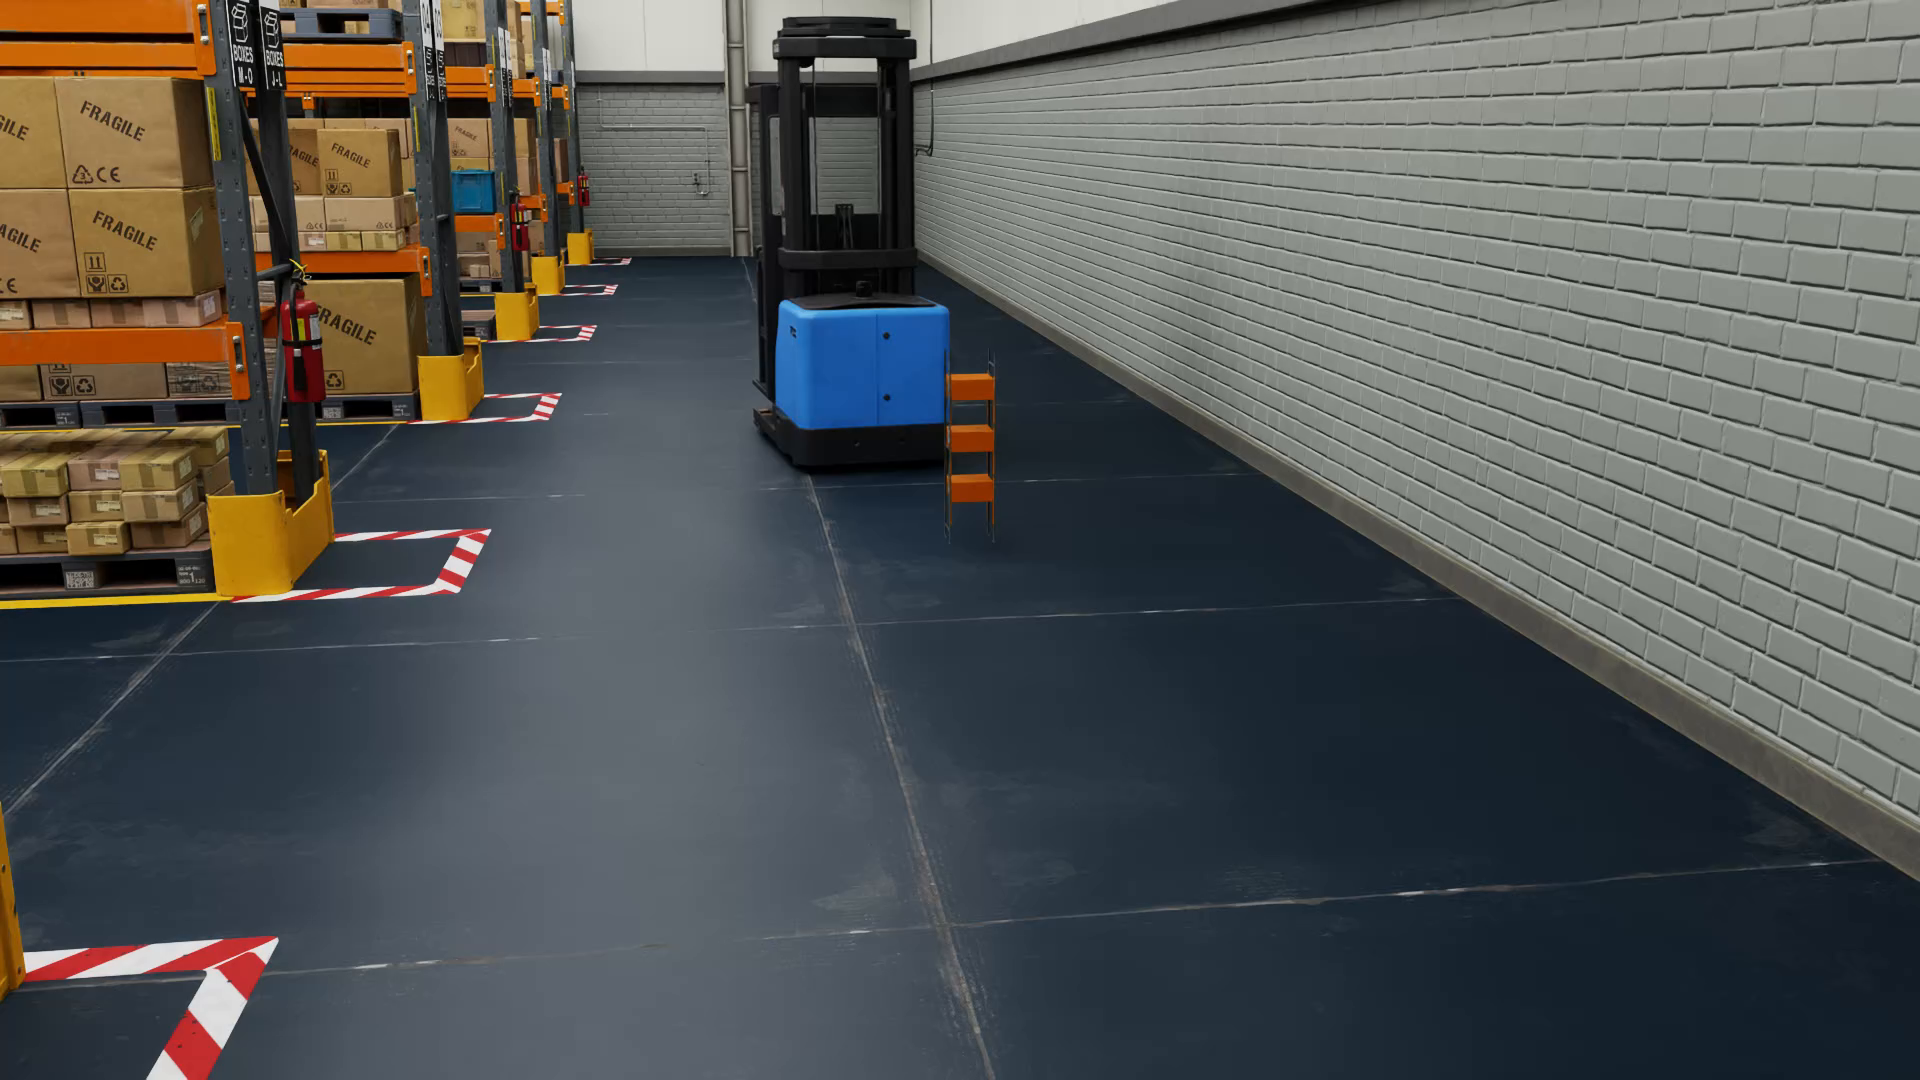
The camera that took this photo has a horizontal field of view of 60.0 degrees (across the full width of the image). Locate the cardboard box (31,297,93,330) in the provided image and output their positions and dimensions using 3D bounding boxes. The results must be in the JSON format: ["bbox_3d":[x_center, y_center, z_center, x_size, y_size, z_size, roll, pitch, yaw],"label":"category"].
[{"bbox_3d":[-4.259,-1.110,7.999,0.250,0.149,0.380,-2,14,-9],"label":"cardboard box"}]

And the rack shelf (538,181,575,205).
[{"bbox_3d":[-8.312,-5.674,27.161,4.000,0.370,1.077,-2,14,-8],"label":"rack shelf"}]

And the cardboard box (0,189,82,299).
[{"bbox_3d":[-4.398,-1.422,7.908,0.500,0.500,0.500,-2,14,-9],"label":"cardboard box"}]

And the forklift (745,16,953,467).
[{"bbox_3d":[-0.927,-2.219,12.044,1.130,2.935,3.031,-4,15,-15],"label":"forklift"}]

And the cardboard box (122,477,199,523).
[{"bbox_3d":[-3.961,-0.202,8.247,0.250,0.149,0.380,-2,14,-10],"label":"cardboard box"}]

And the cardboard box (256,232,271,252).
[{"bbox_3d":[-5.177,-2.280,12.663,0.250,0.149,0.380,-2,14,-7],"label":"cardboard box"}]

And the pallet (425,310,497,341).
[{"bbox_3d":[-5.680,-2.340,18.117,1.213,0.211,1.003,-2,14,-8],"label":"pallet"}]

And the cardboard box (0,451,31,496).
[{"bbox_3d":[-4.727,-0.325,8.124,0.250,0.149,0.380,-3,14,-11],"label":"cardboard box"}]

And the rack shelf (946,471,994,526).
[{"bbox_3d":[0.053,-0.231,9.172,0.240,0.259,0.215,-2,14,-8],"label":"rack shelf"}]

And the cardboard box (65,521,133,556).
[{"bbox_3d":[-4.210,-0.043,8.223,0.250,0.149,0.380,-2,14,-7],"label":"cardboard box"}]

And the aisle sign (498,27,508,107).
[{"bbox_3d":[-4.744,-4.906,17.273,0.004,0.787,0.394,-2,14,-8],"label":"aisle sign"}]

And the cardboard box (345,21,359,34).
[{"bbox_3d":[-8.064,-6.778,21.656,0.500,0.500,0.700,-2,14,-8],"label":"cardboard box"}]

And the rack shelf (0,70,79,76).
[{"bbox_3d":[-10.792,-4.601,16.716,4.000,0.370,1.077,-2,14,-8],"label":"rack shelf"}]

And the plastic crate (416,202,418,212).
[{"bbox_3d":[-5.638,-3.541,17.593,0.243,0.136,0.396,-2,14,-8],"label":"plastic crate"}]

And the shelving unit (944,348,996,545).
[{"bbox_3d":[0.053,-0.511,9.102,0.252,1.050,0.215,-2,14,-8],"label":"shelving unit"}]

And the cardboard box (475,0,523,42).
[{"bbox_3d":[-6.098,-6.870,22.023,0.500,0.500,0.700,-2,14,-8],"label":"cardboard box"}]

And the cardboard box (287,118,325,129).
[{"bbox_3d":[-8.530,-5.261,21.773,0.500,0.500,0.500,-3,14,-10],"label":"cardboard box"}]

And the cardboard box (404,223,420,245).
[{"bbox_3d":[-4.521,-2.466,13.405,0.250,0.149,0.380,-2,14,-8],"label":"cardboard box"}]

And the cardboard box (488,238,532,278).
[{"bbox_3d":[-6.094,-3.826,22.547,0.500,0.500,0.500,-2,14,-8],"label":"cardboard box"}]

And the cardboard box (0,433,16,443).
[{"bbox_3d":[-5.082,-0.443,8.596,0.250,0.149,0.380,-2,14,-6],"label":"cardboard box"}]

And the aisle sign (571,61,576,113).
[{"bbox_3d":[-6.219,-7.287,26.769,0.004,0.787,0.394,-2,14,-8],"label":"aisle sign"}]

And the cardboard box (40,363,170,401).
[{"bbox_3d":[-6.522,-1.587,12.888,0.875,0.875,0.875,-2,14,-8],"label":"cardboard box"}]

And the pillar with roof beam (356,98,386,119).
[{"bbox_3d":[-9.085,-8.059,22.856,0.400,9.000,9.100,-2,14,-8],"label":"pillar with roof beam"}]

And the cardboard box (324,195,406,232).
[{"bbox_3d":[-4.560,-2.512,12.767,0.500,0.250,0.500,-2,14,-9],"label":"cardboard box"}]

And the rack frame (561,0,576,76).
[{"bbox_3d":[-6.335,-9.006,26.633,0.127,3.000,1.000,-2,14,-8],"label":"rack frame"}]

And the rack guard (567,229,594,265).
[{"bbox_3d":[-6.311,-4.884,27.670,0.348,0.500,1.175,-2,14,-8],"label":"rack guard"}]

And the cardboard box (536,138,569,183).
[{"bbox_3d":[-6.837,-6.220,27.243,0.700,0.700,0.980,-1,14,-6],"label":"cardboard box"}]

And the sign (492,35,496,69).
[{"bbox_3d":[-4.761,-4.985,16.983,0.005,0.325,0.100,-2,14,-8],"label":"sign"}]

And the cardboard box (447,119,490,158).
[{"bbox_3d":[-6.491,-5.337,22.076,0.500,0.500,0.500,-2,14,-7],"label":"cardboard box"}]

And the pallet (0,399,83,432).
[{"bbox_3d":[-7.313,-1.033,12.906,1.213,0.211,1.003,-2,14,-8],"label":"pallet"}]

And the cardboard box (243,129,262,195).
[{"bbox_3d":[-5.641,-2.966,13.037,0.500,0.500,0.500,-2,14,-10],"label":"cardboard box"}]

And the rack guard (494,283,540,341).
[{"bbox_3d":[-4.837,-2.504,18.180,0.348,0.500,1.175,-2,14,-8],"label":"rack guard"}]

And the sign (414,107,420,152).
[{"bbox_3d":[-4.054,-3.067,12.417,0.005,0.325,0.100,-2,14,-8],"label":"sign"}]

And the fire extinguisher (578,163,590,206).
[{"bbox_3d":[-6.117,-5.772,26.996,0.183,0.674,0.296,-2,14,-8],"label":"fire extinguisher"}]

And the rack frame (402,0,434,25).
[{"bbox_3d":[-4.121,-5.431,12.380,0.127,3.000,1.000,-2,14,-8],"label":"rack frame"}]

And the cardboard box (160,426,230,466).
[{"bbox_3d":[-4.050,-0.497,8.811,0.250,0.149,0.380,-3,14,-11],"label":"cardboard box"}]

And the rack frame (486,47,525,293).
[{"bbox_3d":[-4.859,-3.713,17.860,0.127,3.000,1.000,-2,14,-8],"label":"rack frame"}]

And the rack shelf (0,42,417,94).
[{"bbox_3d":[-6.098,-3.555,12.543,4.000,0.370,1.077,-2,14,-8],"label":"rack shelf"}]

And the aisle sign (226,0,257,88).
[{"bbox_3d":[-3.365,-2.516,7.744,0.004,0.787,0.394,-2,14,-8],"label":"aisle sign"}]

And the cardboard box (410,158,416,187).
[{"bbox_3d":[-7.002,-4.835,22.129,0.500,0.500,0.500,-2,14,-8],"label":"cardboard box"}]

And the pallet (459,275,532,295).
[{"bbox_3d":[-6.456,-3.520,22.824,1.213,0.211,1.003,-2,14,-8],"label":"pallet"}]

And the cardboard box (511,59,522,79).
[{"bbox_3d":[-6.062,-6.205,21.938,0.500,0.250,0.500,-2,14,-8],"label":"cardboard box"}]

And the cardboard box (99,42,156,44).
[{"bbox_3d":[-10.715,-6.485,21.473,0.600,0.600,0.600,-2,14,-9],"label":"cardboard box"}]
